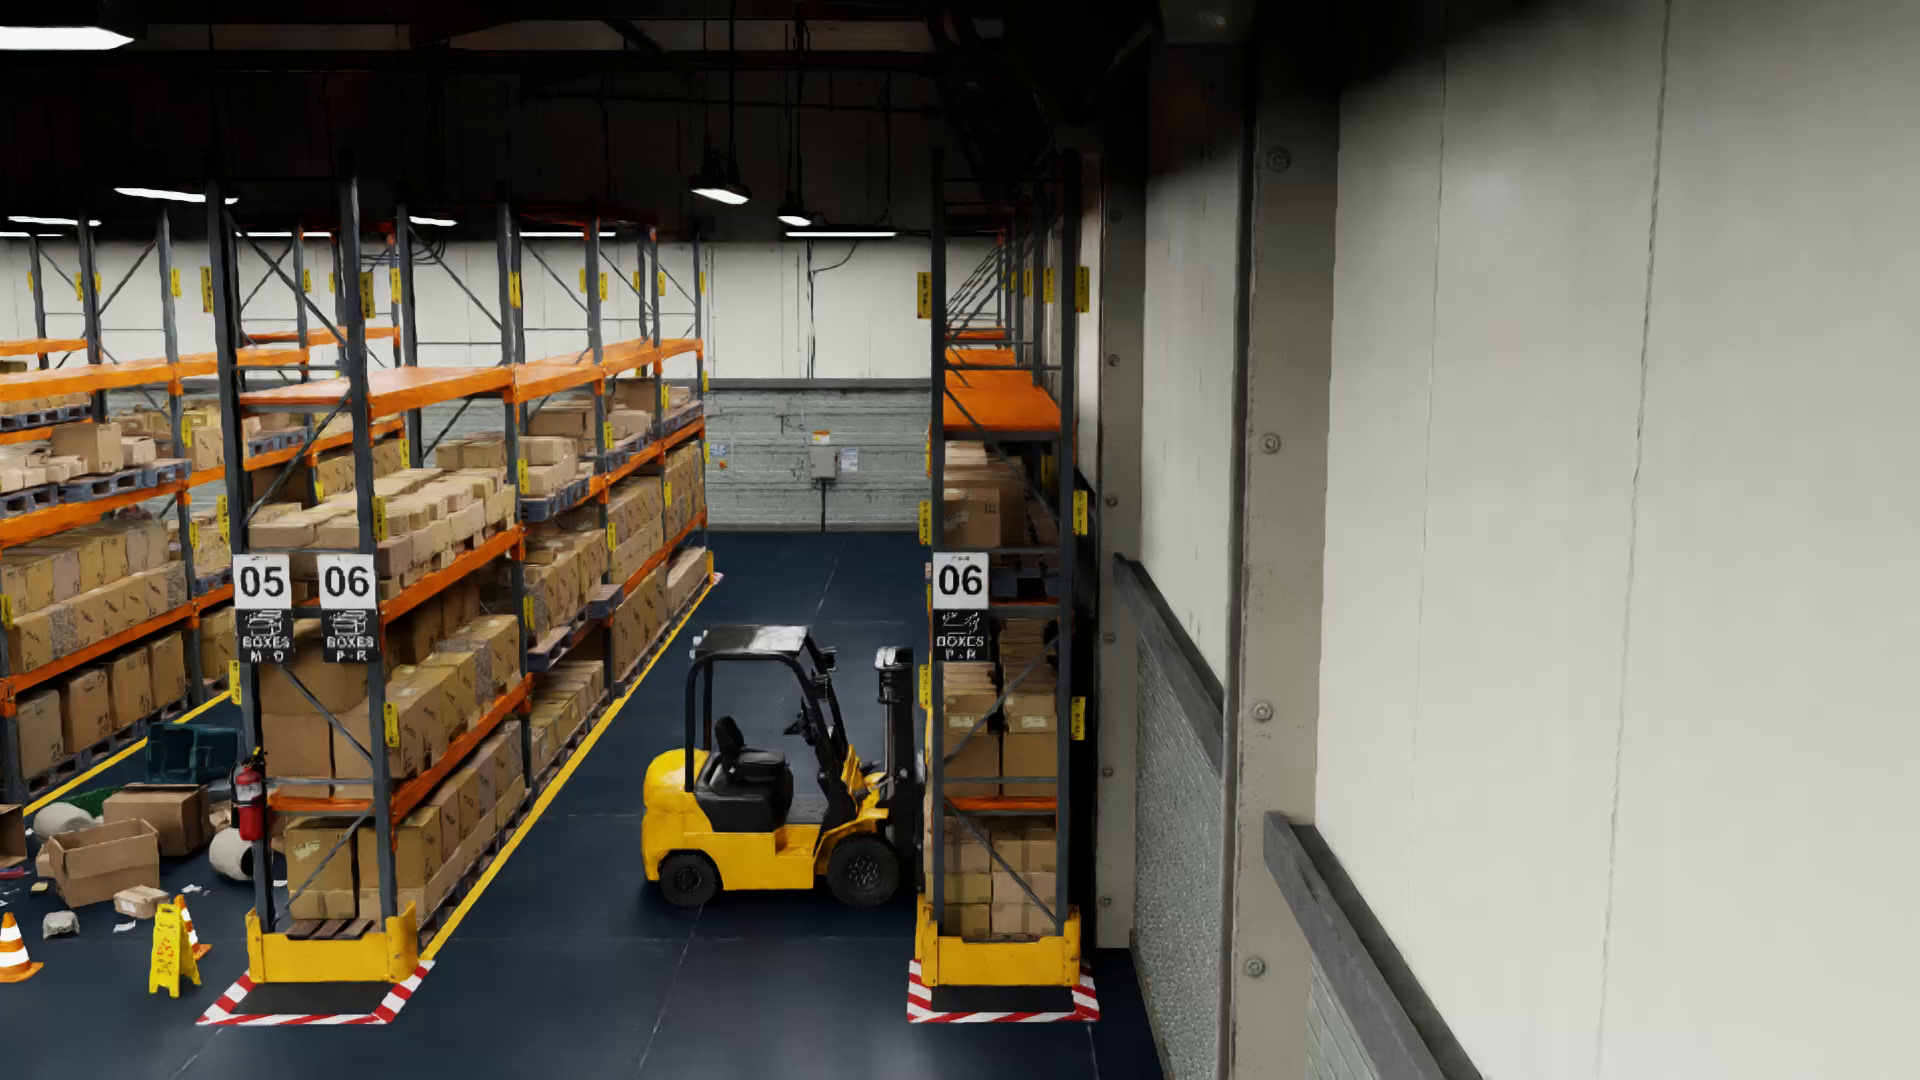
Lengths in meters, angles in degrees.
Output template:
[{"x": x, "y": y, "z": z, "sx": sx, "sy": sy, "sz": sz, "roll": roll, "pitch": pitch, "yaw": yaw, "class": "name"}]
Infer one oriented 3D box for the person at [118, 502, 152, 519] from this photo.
[{"x": -13.119, "y": 0.087, "z": 26.450, "sx": 0.588, "sy": 1.700, "sz": 1.174, "roll": 0, "pitch": 9, "yaw": -3, "class": "person"}]
